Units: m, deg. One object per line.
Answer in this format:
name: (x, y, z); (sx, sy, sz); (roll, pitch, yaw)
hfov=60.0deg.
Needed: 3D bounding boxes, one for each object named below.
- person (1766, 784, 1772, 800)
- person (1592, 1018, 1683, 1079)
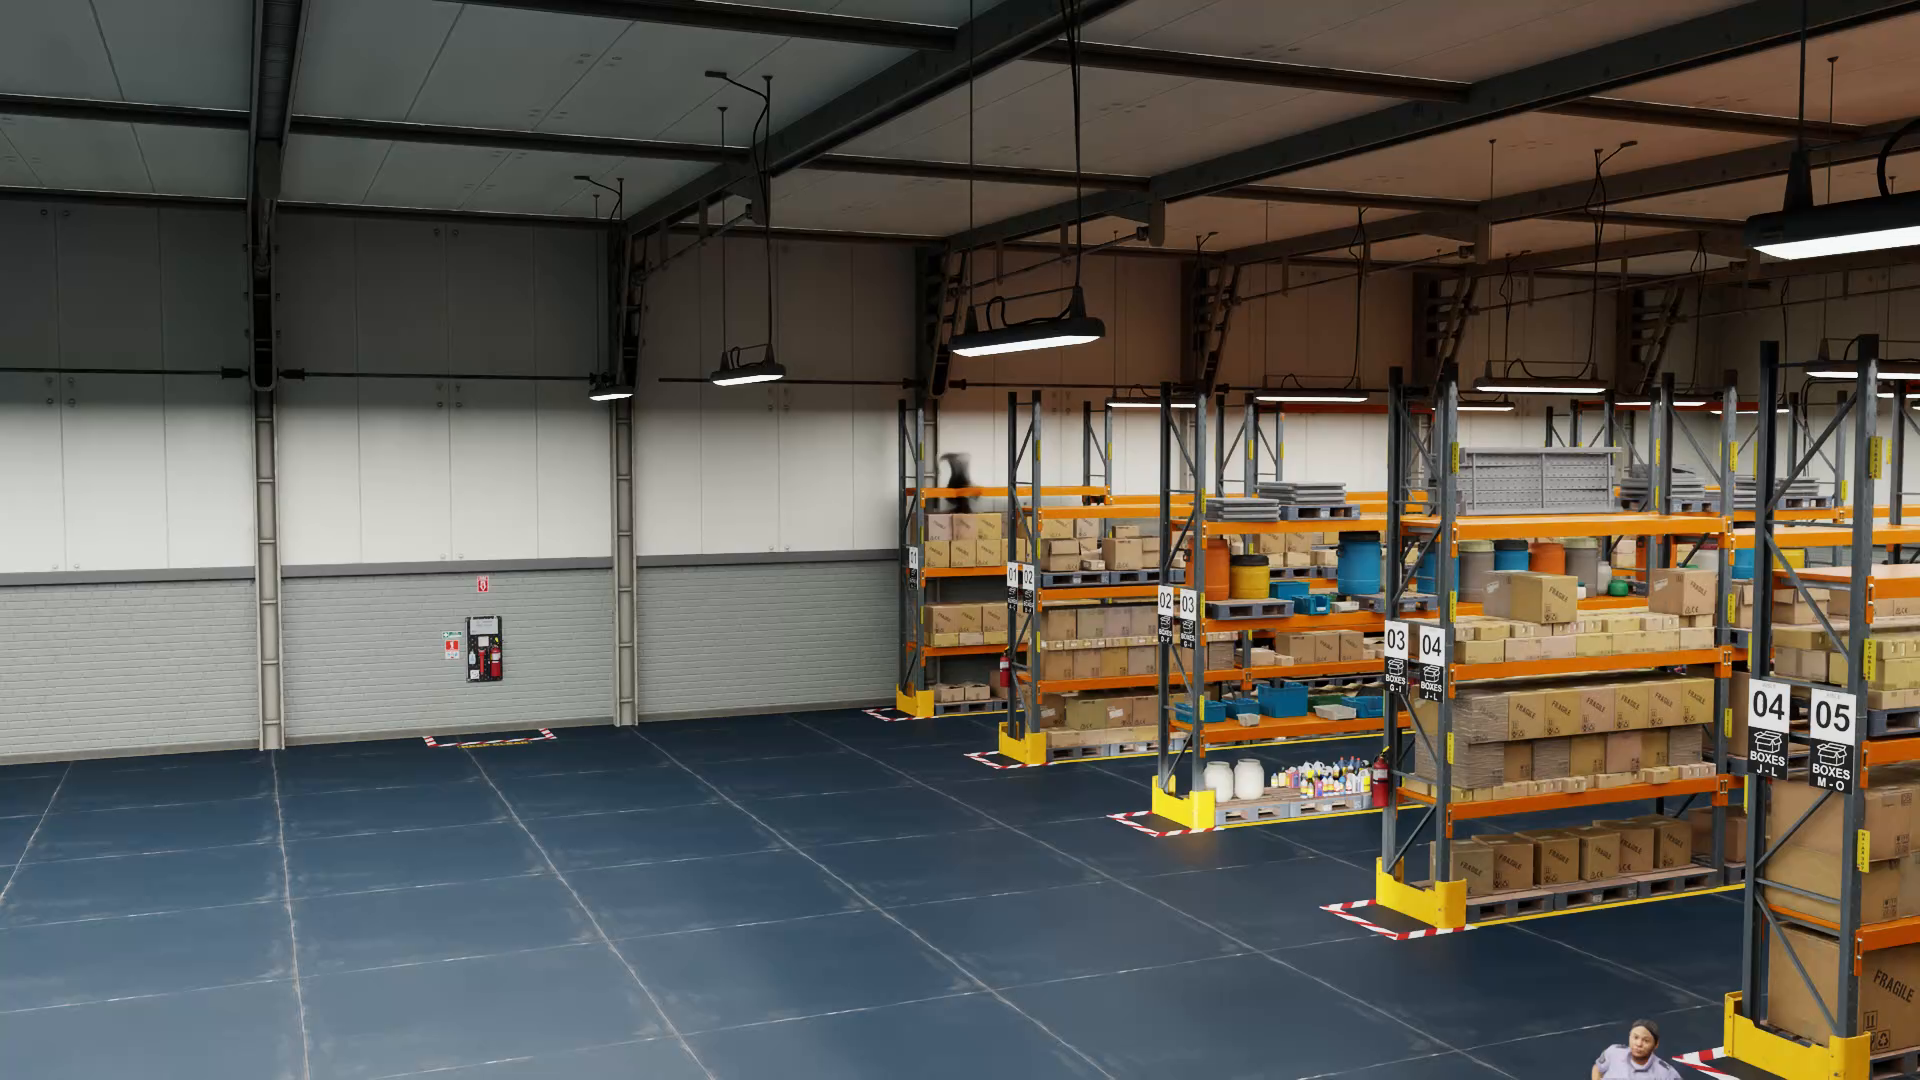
person: (10.965, 2.959, 22.486); (0.717, 1.752, 0.664); (-2, 4, -29)
person: (4.219, 3.763, 10.430); (0.678, 1.584, 0.553); (2, 4, 36)
